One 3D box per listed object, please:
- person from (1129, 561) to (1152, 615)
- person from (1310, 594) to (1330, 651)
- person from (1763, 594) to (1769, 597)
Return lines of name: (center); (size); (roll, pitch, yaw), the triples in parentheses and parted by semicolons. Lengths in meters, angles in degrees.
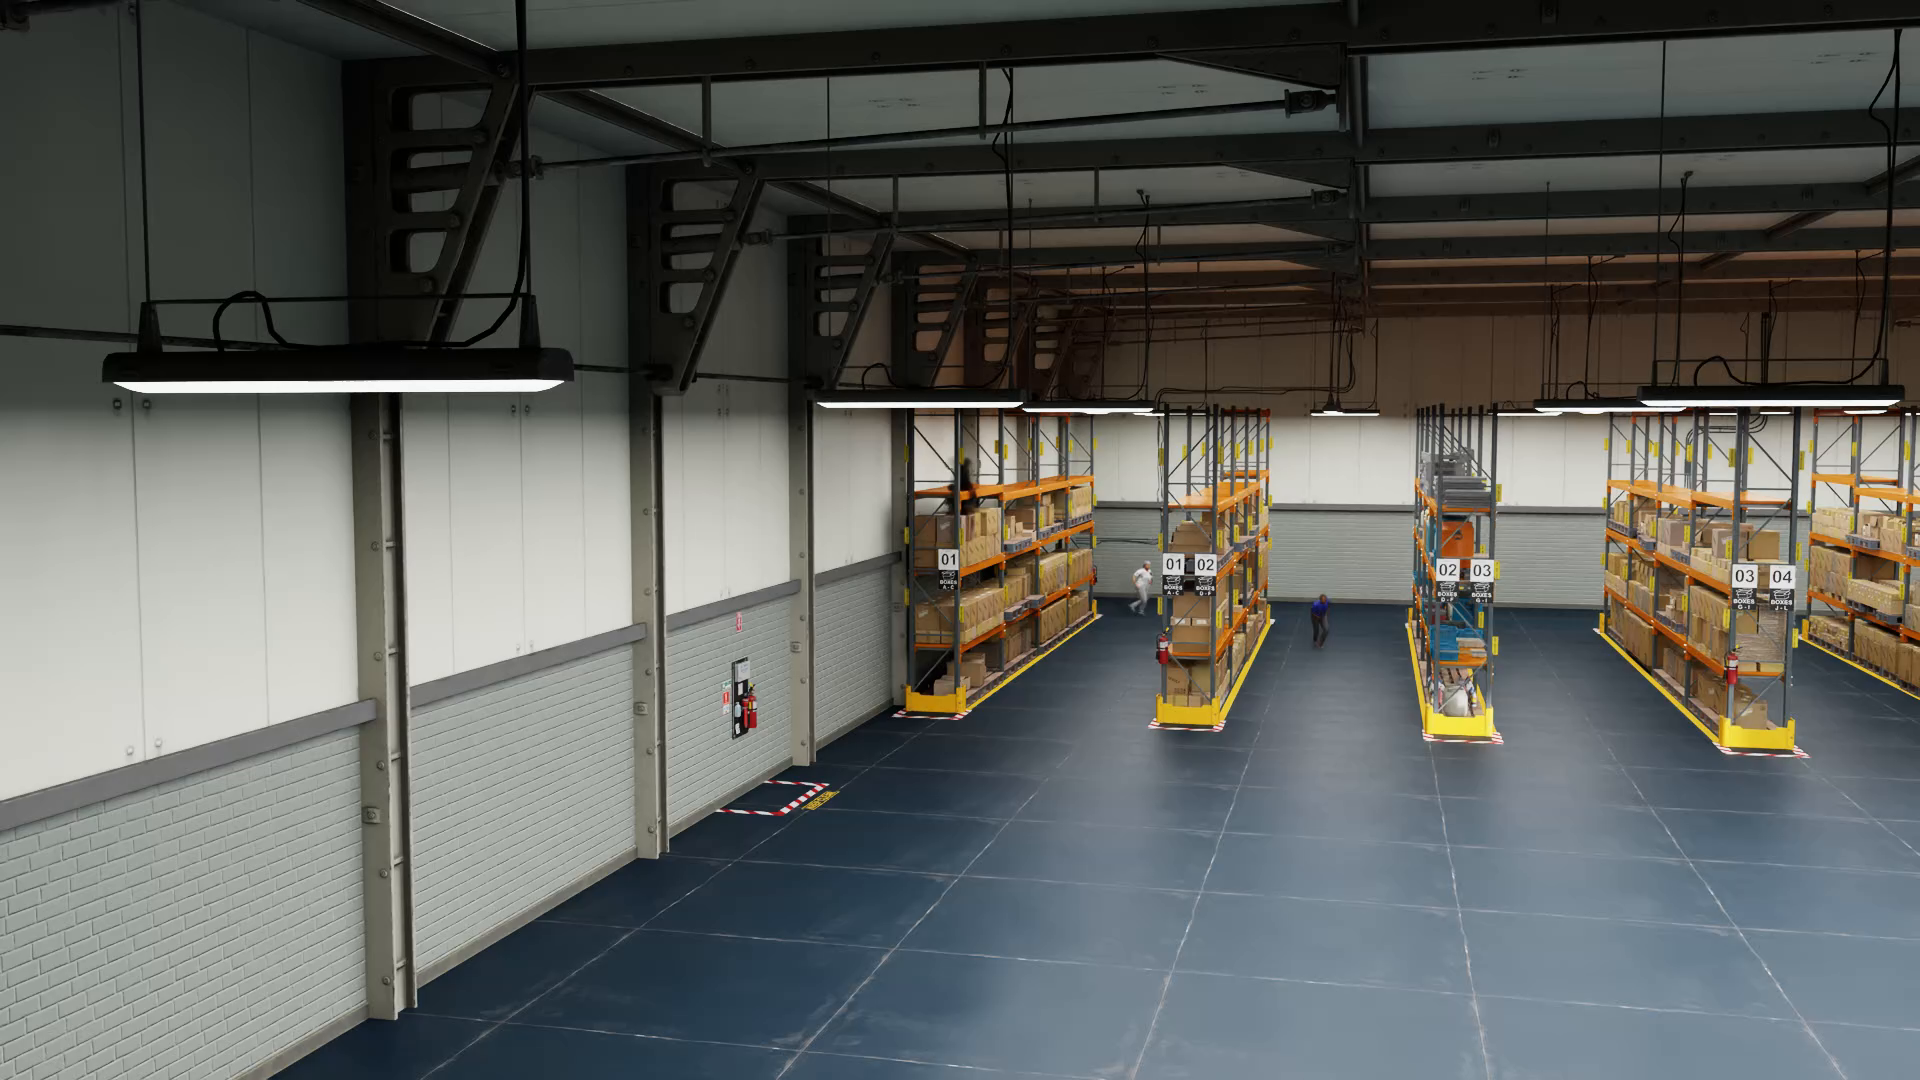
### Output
person: (5.320, 1.411, 48.800); (0.614, 1.598, 0.711); (3, 5, 37)
person: (8.927, 2.013, 41.481); (0.567, 1.450, 1.095); (0, 4, -7)
person: (21.090, 1.675, 43.663); (0.689, 1.805, 0.670); (4, 6, 41)
